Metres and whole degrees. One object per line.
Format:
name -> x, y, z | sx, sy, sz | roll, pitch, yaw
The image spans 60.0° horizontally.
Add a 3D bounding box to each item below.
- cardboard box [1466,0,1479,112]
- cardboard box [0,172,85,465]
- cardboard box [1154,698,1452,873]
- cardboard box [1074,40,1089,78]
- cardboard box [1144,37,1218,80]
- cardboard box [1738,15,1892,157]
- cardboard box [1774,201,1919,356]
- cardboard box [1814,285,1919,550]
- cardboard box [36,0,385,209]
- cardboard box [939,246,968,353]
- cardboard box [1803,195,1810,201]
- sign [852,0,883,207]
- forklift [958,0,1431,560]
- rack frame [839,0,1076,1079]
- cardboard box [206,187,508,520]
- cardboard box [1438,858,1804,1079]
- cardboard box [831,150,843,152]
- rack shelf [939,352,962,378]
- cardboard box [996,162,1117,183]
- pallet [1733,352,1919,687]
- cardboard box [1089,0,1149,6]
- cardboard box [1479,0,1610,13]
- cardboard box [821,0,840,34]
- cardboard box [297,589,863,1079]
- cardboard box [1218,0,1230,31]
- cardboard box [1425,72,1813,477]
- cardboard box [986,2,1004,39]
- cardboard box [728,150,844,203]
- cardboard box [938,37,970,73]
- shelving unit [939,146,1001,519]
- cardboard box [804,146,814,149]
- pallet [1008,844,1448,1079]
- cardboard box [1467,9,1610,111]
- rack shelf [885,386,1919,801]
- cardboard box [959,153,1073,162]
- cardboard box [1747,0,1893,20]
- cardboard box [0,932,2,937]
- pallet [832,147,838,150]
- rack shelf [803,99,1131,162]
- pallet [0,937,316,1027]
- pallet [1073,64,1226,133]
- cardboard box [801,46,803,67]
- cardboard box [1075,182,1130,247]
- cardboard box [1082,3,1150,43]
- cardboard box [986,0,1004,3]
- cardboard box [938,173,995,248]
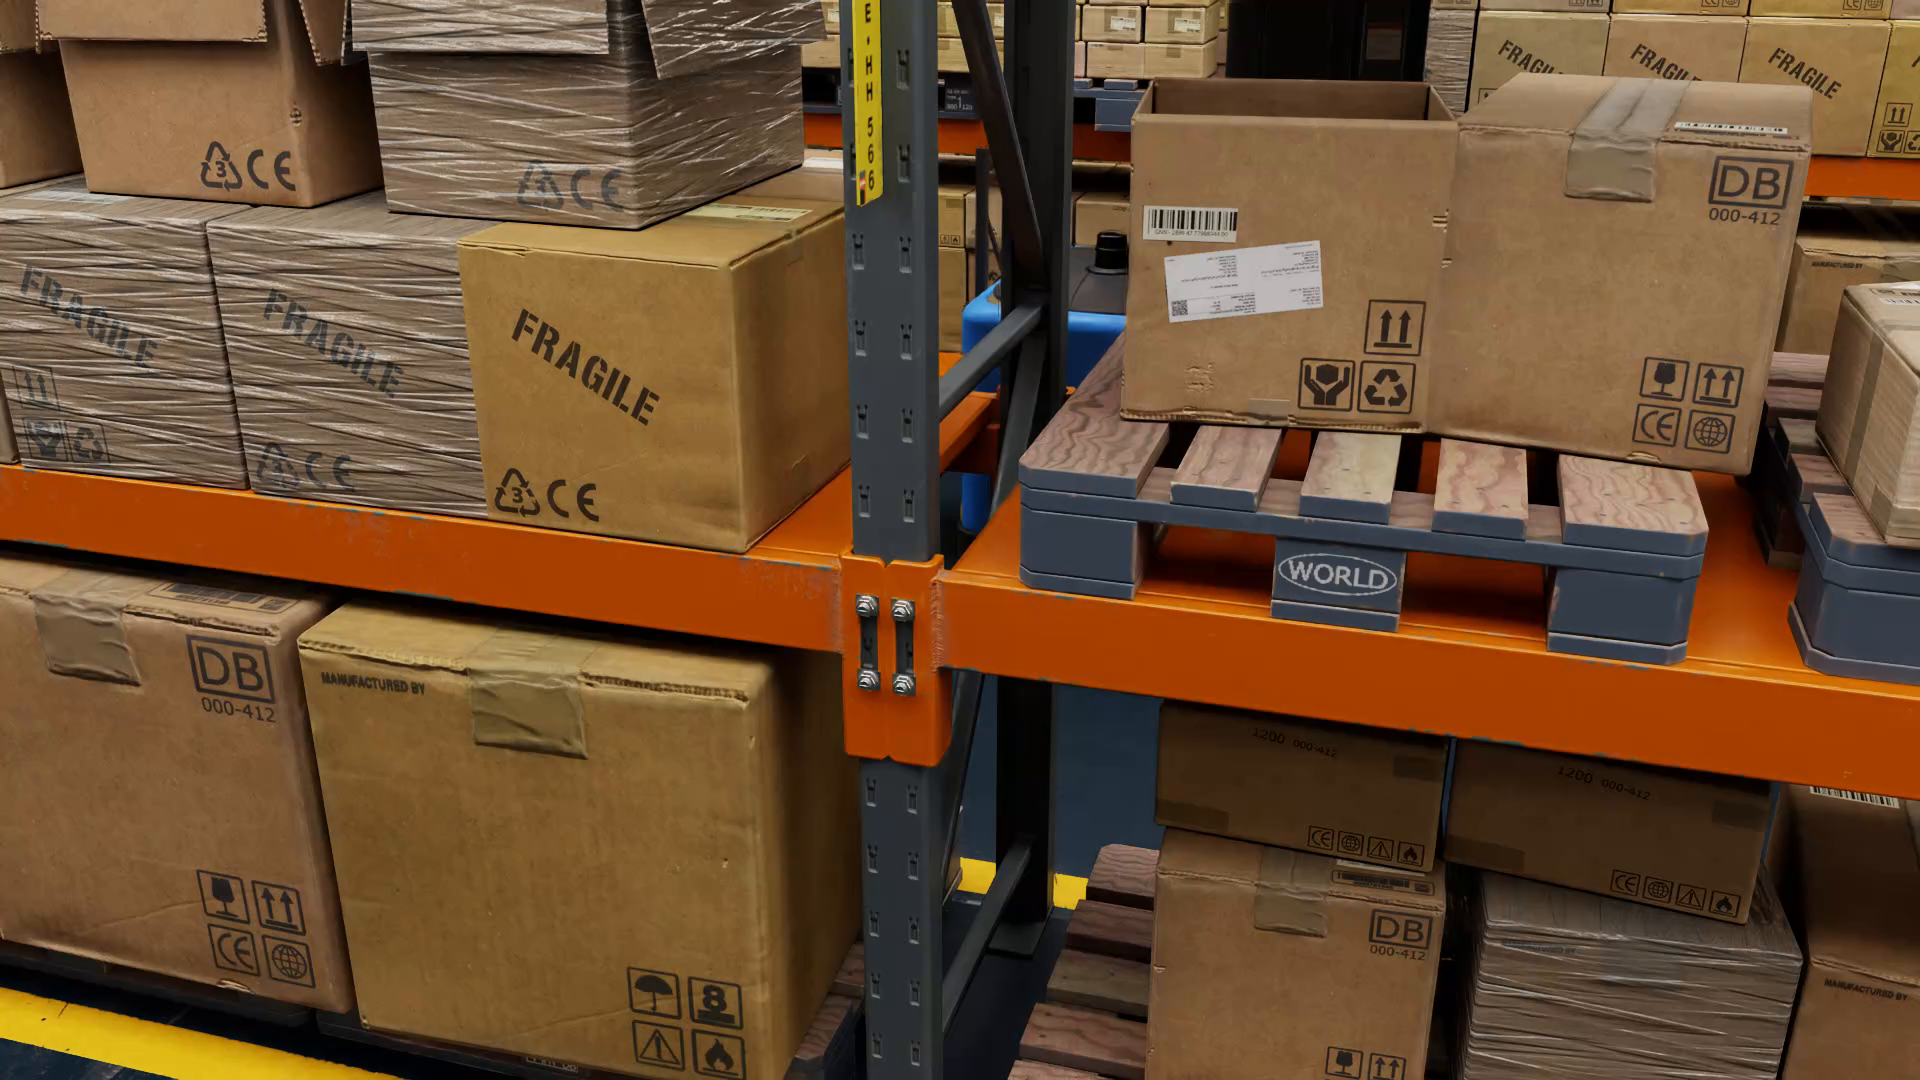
cardboard box -> 2.541, -2.143, 7.411 | 0.500, 0.500, 0.500 | 7, 23, 16
cardboard box -> -1.978, -0.492, 3.385 | 0.500, 0.500, 0.500 | 7, 23, 17
cardboard box -> 0.676, 0.356, 3.176 | 0.500, 0.250, 0.500 | 8, 23, 18
cardboard box -> 0.467, -2.125, 7.276 | 0.250, 0.149, 0.380 | 7, 23, 16
cardboard box -> 0.951, -2.069, 7.139 | 0.250, 0.149, 0.380 | 7, 23, 16
cardboard box -> 3.354, -1.837, 6.665 | 0.500, 0.500, 0.500 | 6, 23, 15
cardboard box -> 3.842, -0.961, 7.072 | 0.750, 0.750, 1.050 | 7, 23, 15
cardboard box -> 1.564, -0.171, 2.377 | 0.500, 0.250, 0.500 | 6, 23, 14
cardboard box -> -1.292, -0.982, 3.257 | 0.637, 0.503, 0.797 | 7, 23, 17
cardboard box -> -0.157, -1.229, 8.055 | 0.500, 0.500, 0.500 | 5, 23, 13
cardboard box -> 5.526, -2.588, 11.535 | 0.625, 0.372, 0.950 | 8, 24, 19
sign -> -0.131, -0.647, 2.368 | 0.005, 0.325, 0.100 | 7, 23, 16
forklift -> 1.567, -1.105, 5.101 | 3.031, 2.935, 1.130 | 7, 23, 17
rack frame -> 0.026, -0.313, 3.080 | 0.127, 3.000, 1.000 | 7, 23, 16
cardboard box -> -0.994, -0.380, 3.112 | 0.500, 0.500, 0.500 | 6, 23, 15
cardboard box -> 1.208, 0.762, 3.173 | 0.500, 0.500, 0.700 | 5, 23, 11
cardboard box -> -0.489, -1.823, 8.515 | 0.500, 0.250, 0.500 | 5, 23, 13
rack shelf -> -0.339, -0.572, 6.161 | 1.000, 0.185, 0.538 | 7, 23, 17
cardboard box -> 0.480, -1.708, 8.233 | 0.500, 0.250, 0.500 | 6, 23, 15
pallet -> 1.933, -0.022, 2.624 | 1.213, 0.211, 1.003 | 7, 23, 16
cardboard box -> 0.714, -2.373, 7.096 | 0.250, 0.149, 0.380 | 6, 23, 15
cardboard box -> 2.467, -2.505, 6.975 | 0.500, 0.500, 0.700 | 6, 23, 15
cardboard box -> -0.532, -2.377, 7.498 | 0.250, 0.149, 0.380 | 6, 23, 14
cardboard box -> -0.629, 0.393, 3.607 | 0.875, 0.875, 1.225 | 5, 23, 13
cardboard box -> 1.151, -2.446, 7.665 | 0.250, 0.149, 0.380 | 8, 24, 18
cardboard box -> 1.118, -0.484, 2.812 | 0.500, 0.500, 0.700 | 10, 24, 23
cardboard box -> 0.203, -2.292, 7.292 | 0.250, 0.149, 0.380 | 7, 23, 16
cardboard box -> -0.361, -0.511, 3.432 | 0.500, 0.500, 0.500 | 7, 23, 17
cardboard box -> -0.029, -2.183, 7.416 | 0.250, 0.149, 0.380 | 6, 23, 13
shelving unit -> -0.348, -0.739, 6.096 | 1.083, 1.500, 0.587 | 7, 23, 17
cardboard box -> -1.511, -3.469, 13.597 | 0.875, 0.438, 0.875 | 6, 23, 15
pallet -> 0.774, 1.063, 3.399 | 1.213, 0.211, 1.003 | 7, 23, 16
cardboard box -> 2.395, -1.948, 6.935 | 0.500, 0.500, 0.500 | 6, 23, 15
rack shelf -> 1.941, 0.239, 2.682 | 4.000, 0.370, 1.077 | 7, 23, 16
cardboard box -> 0.543, -3.428, 12.921 | 0.875, 0.875, 0.875 | 7, 23, 17
cardboard box -> 3.448, -2.394, 6.704 | 0.500, 0.500, 0.700 | 6, 23, 15
cardboard box -> -2.329, 0.198, 4.082 | 0.875, 0.875, 1.225 | 6, 23, 14
pallet -> -1.646, -3.174, 13.729 | 1.213, 0.211, 1.003 | 7, 23, 16
rack shelf -> -0.359, -1.990, 8.118 | 4.000, 0.370, 1.077 | 7, 23, 16
pallet -> -1.871, 0.729, 4.215 | 1.213, 0.211, 1.003 | 7, 23, 16
pallet -> 0.843, -2.055, 7.579 | 1.003, 0.211, 1.213 | 7, 23, 16
cardboard box -> -0.778, -2.269, 7.627 | 0.250, 0.149, 0.380 | 6, 23, 15
cardboard box -> 0.825, -1.468, 7.650 | 0.500, 0.250, 0.500 | 6, 23, 14
cardboard box -> 0.695, -2.237, 7.157 | 0.250, 0.149, 0.380 | 7, 23, 18
cardboard box -> 0.207, -2.429, 7.234 | 0.250, 0.149, 0.380 | 7, 23, 17
cardboard box -> -0.144, -1.581, 7.925 | 0.500, 0.250, 0.500 | 7, 23, 17
